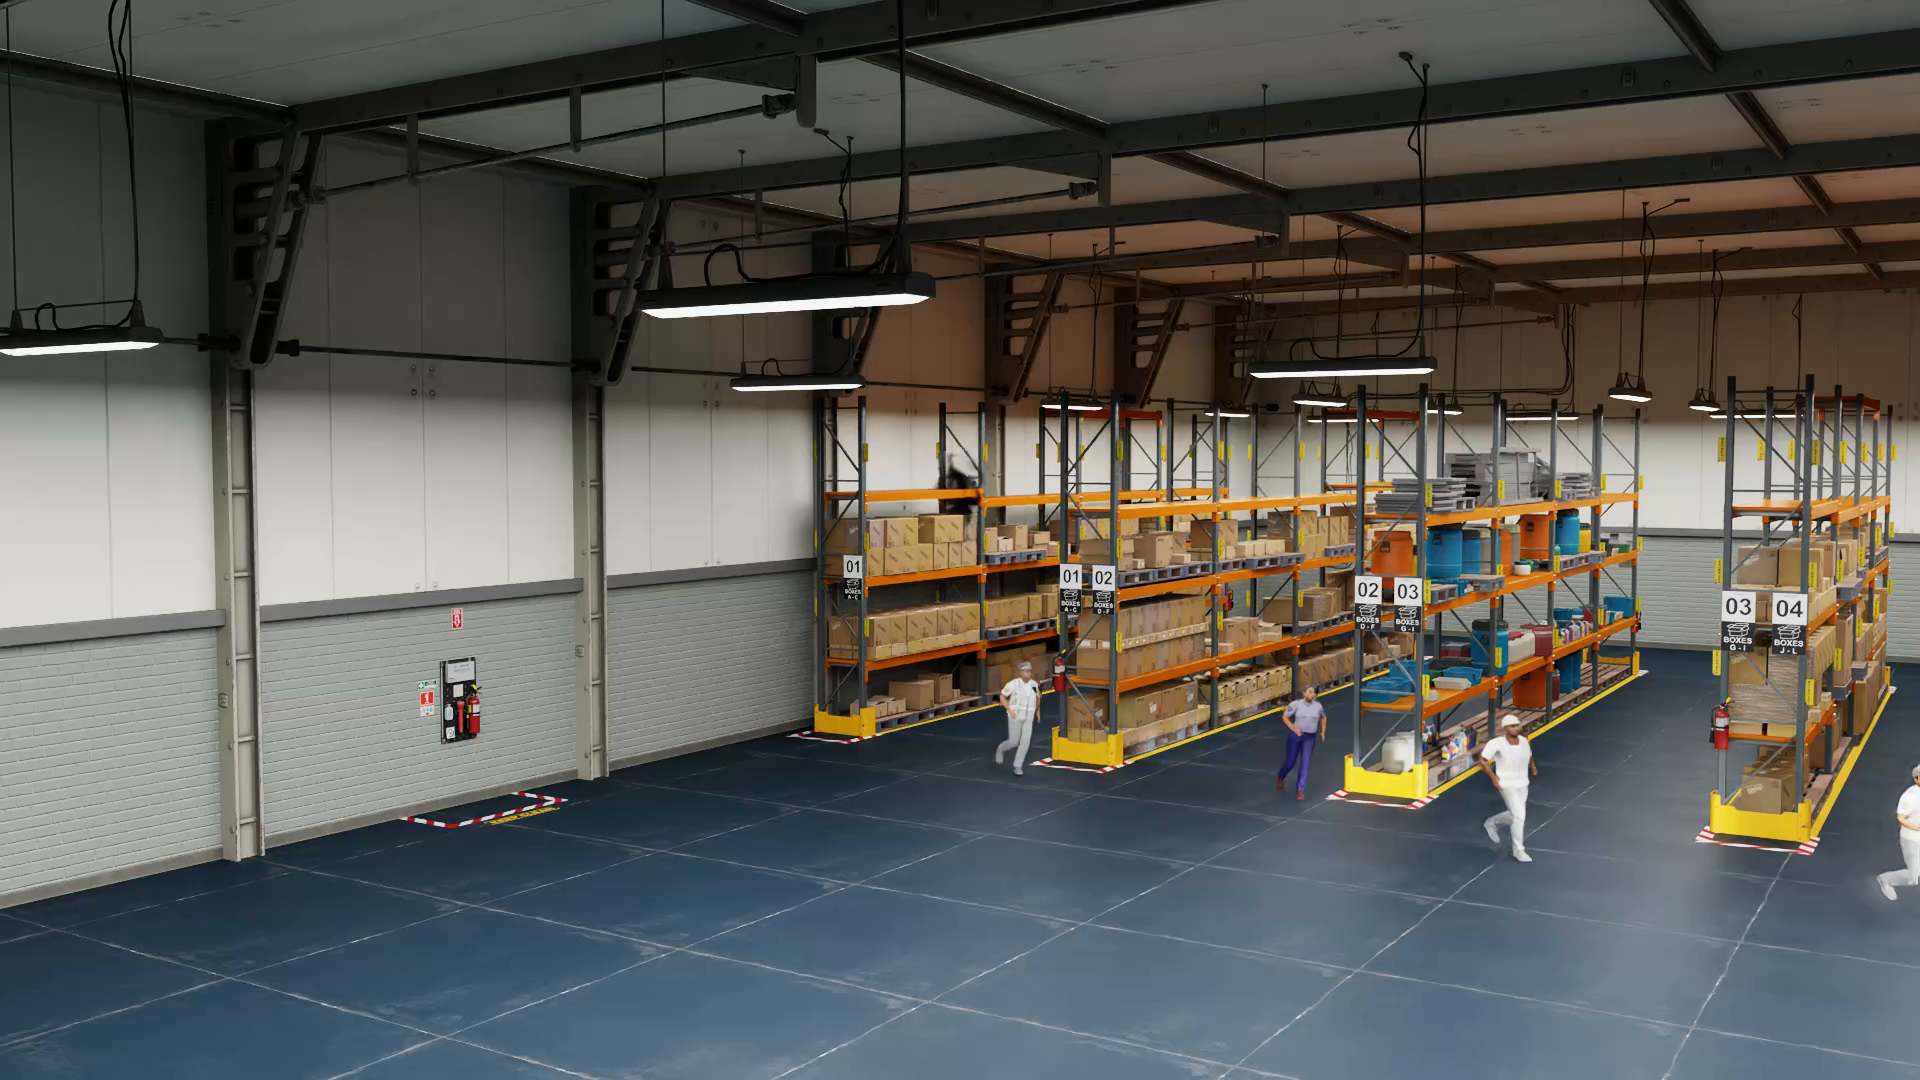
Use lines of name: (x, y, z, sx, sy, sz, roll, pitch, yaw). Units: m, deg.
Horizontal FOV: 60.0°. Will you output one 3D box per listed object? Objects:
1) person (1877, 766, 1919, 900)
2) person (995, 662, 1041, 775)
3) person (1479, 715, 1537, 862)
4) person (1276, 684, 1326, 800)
person: (10.364, 3.254, 17.946, 0.618, 1.662, 0.853, -1, 3, -20)
person: (0.986, 2.771, 26.113, 0.715, 1.723, 0.769, -1, 3, -24)
person: (6.838, 3.046, 20.668, 0.690, 1.765, 0.837, -1, 3, -23)
person: (5.027, 2.916, 24.277, 0.695, 1.628, 0.829, 0, 3, -2)
